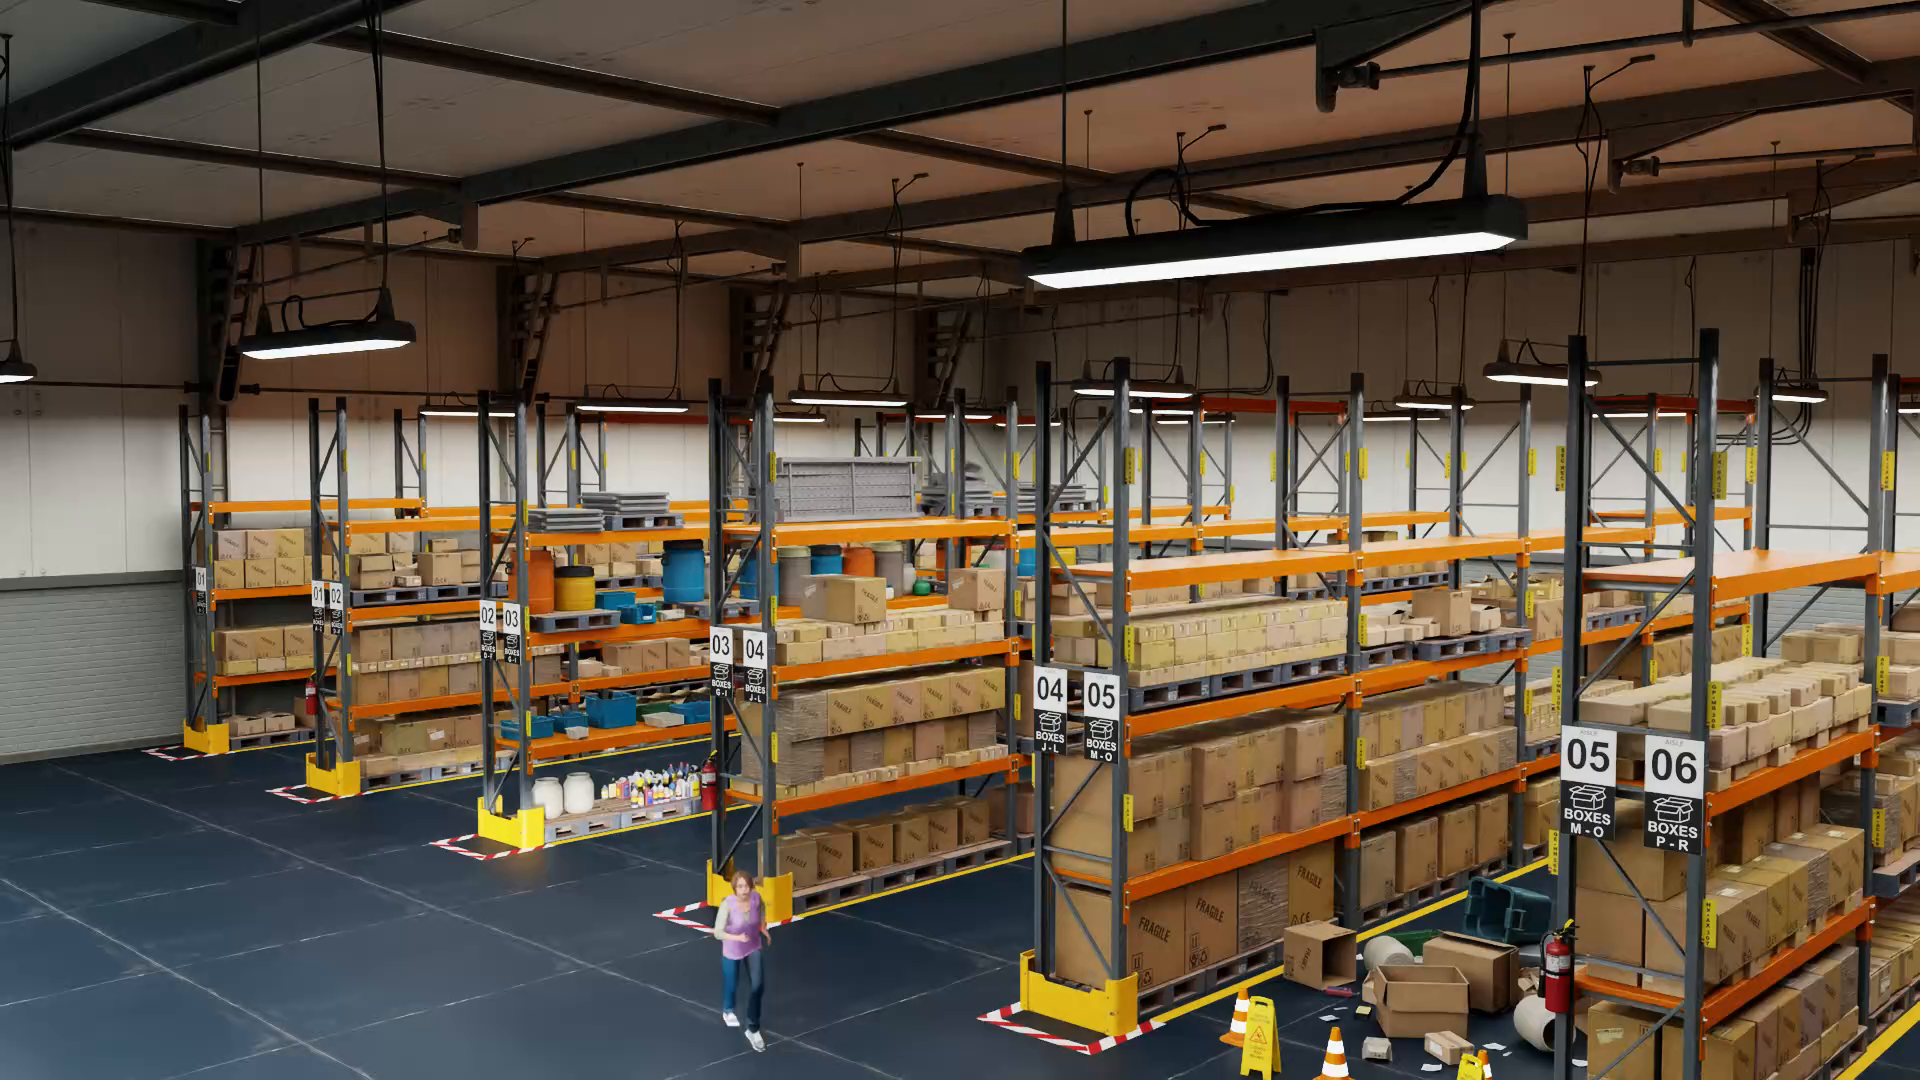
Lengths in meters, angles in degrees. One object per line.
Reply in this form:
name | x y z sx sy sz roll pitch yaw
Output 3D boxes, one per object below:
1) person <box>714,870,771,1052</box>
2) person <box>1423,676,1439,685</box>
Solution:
person | -1.902 3.636 14.522 0.539 1.535 0.915 -1 3 -18
person | 7.995 2.979 27.477 0.986 1.530 0.558 -2 4 -33
